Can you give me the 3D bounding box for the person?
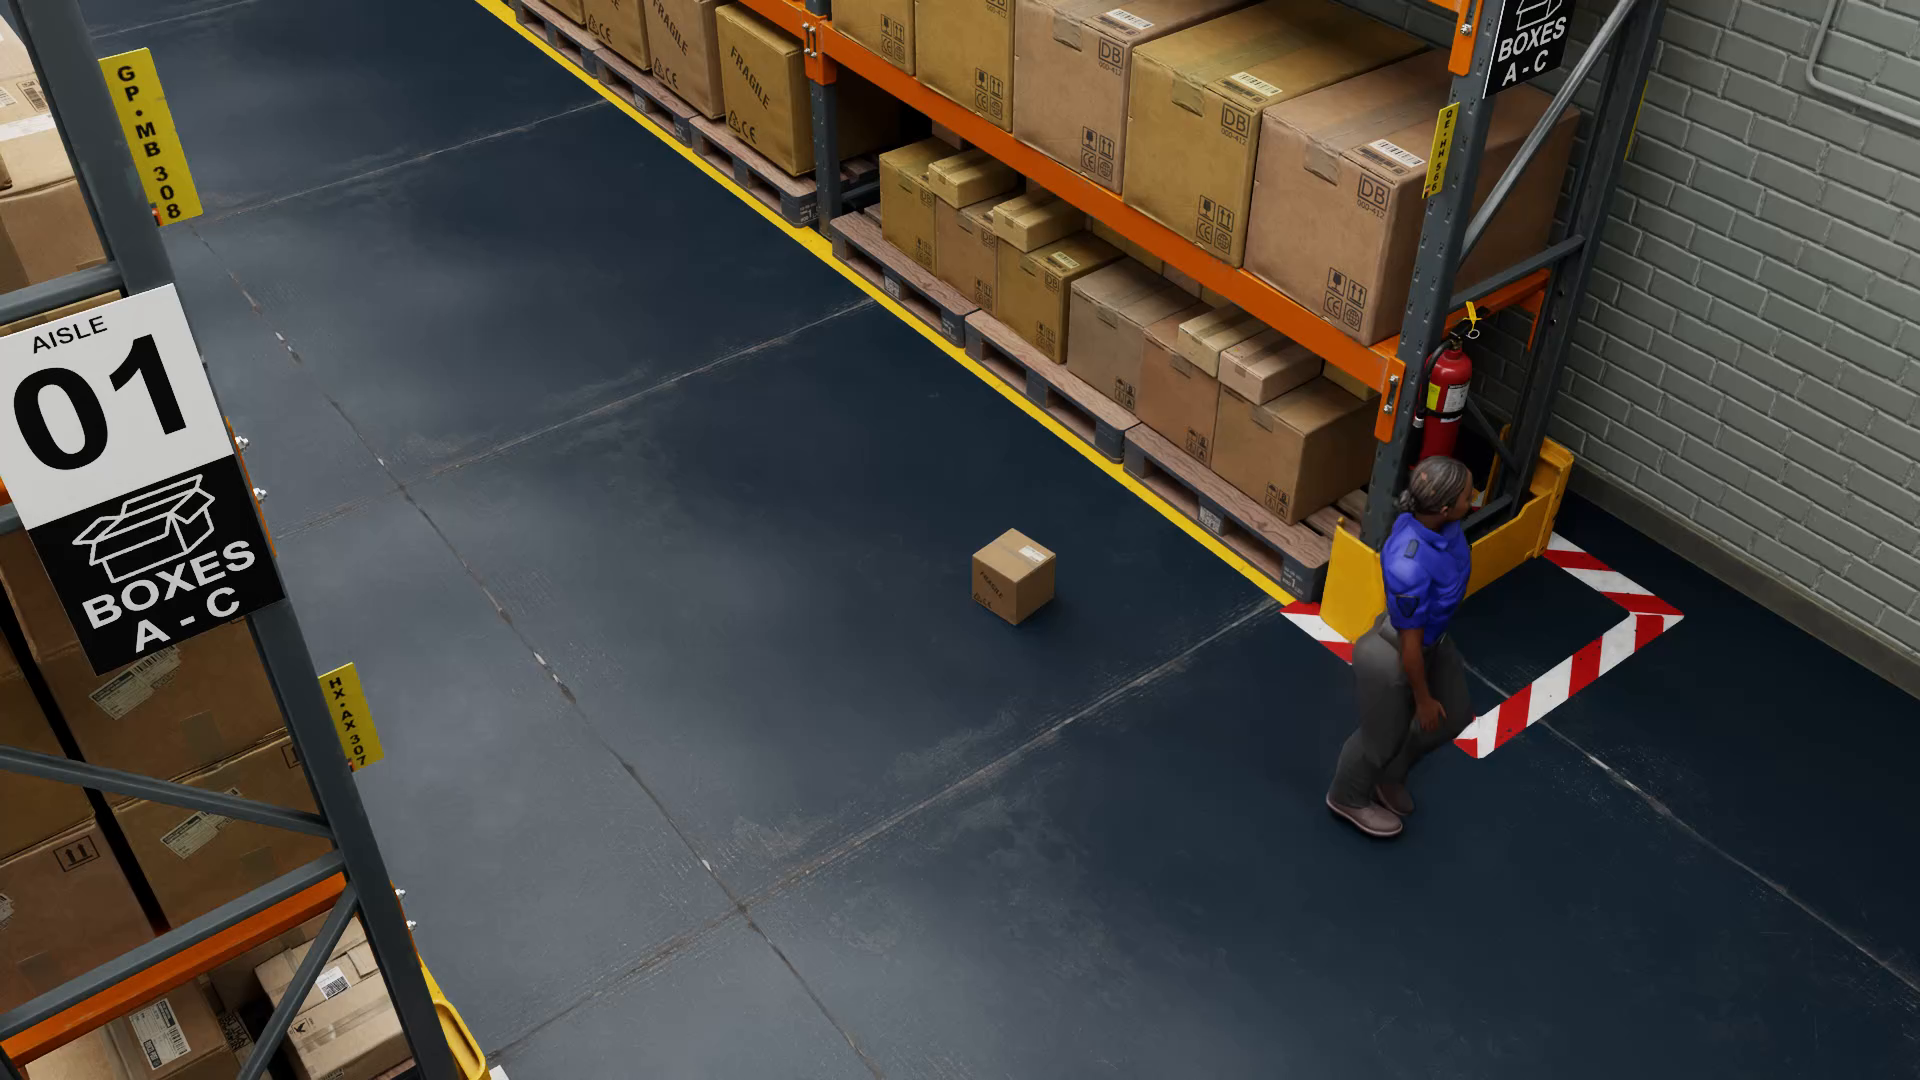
[{"bbox_3d":[1.565,0.421,5.663,0.407,1.706,0.452,23,46,24],"label":"person"}]
